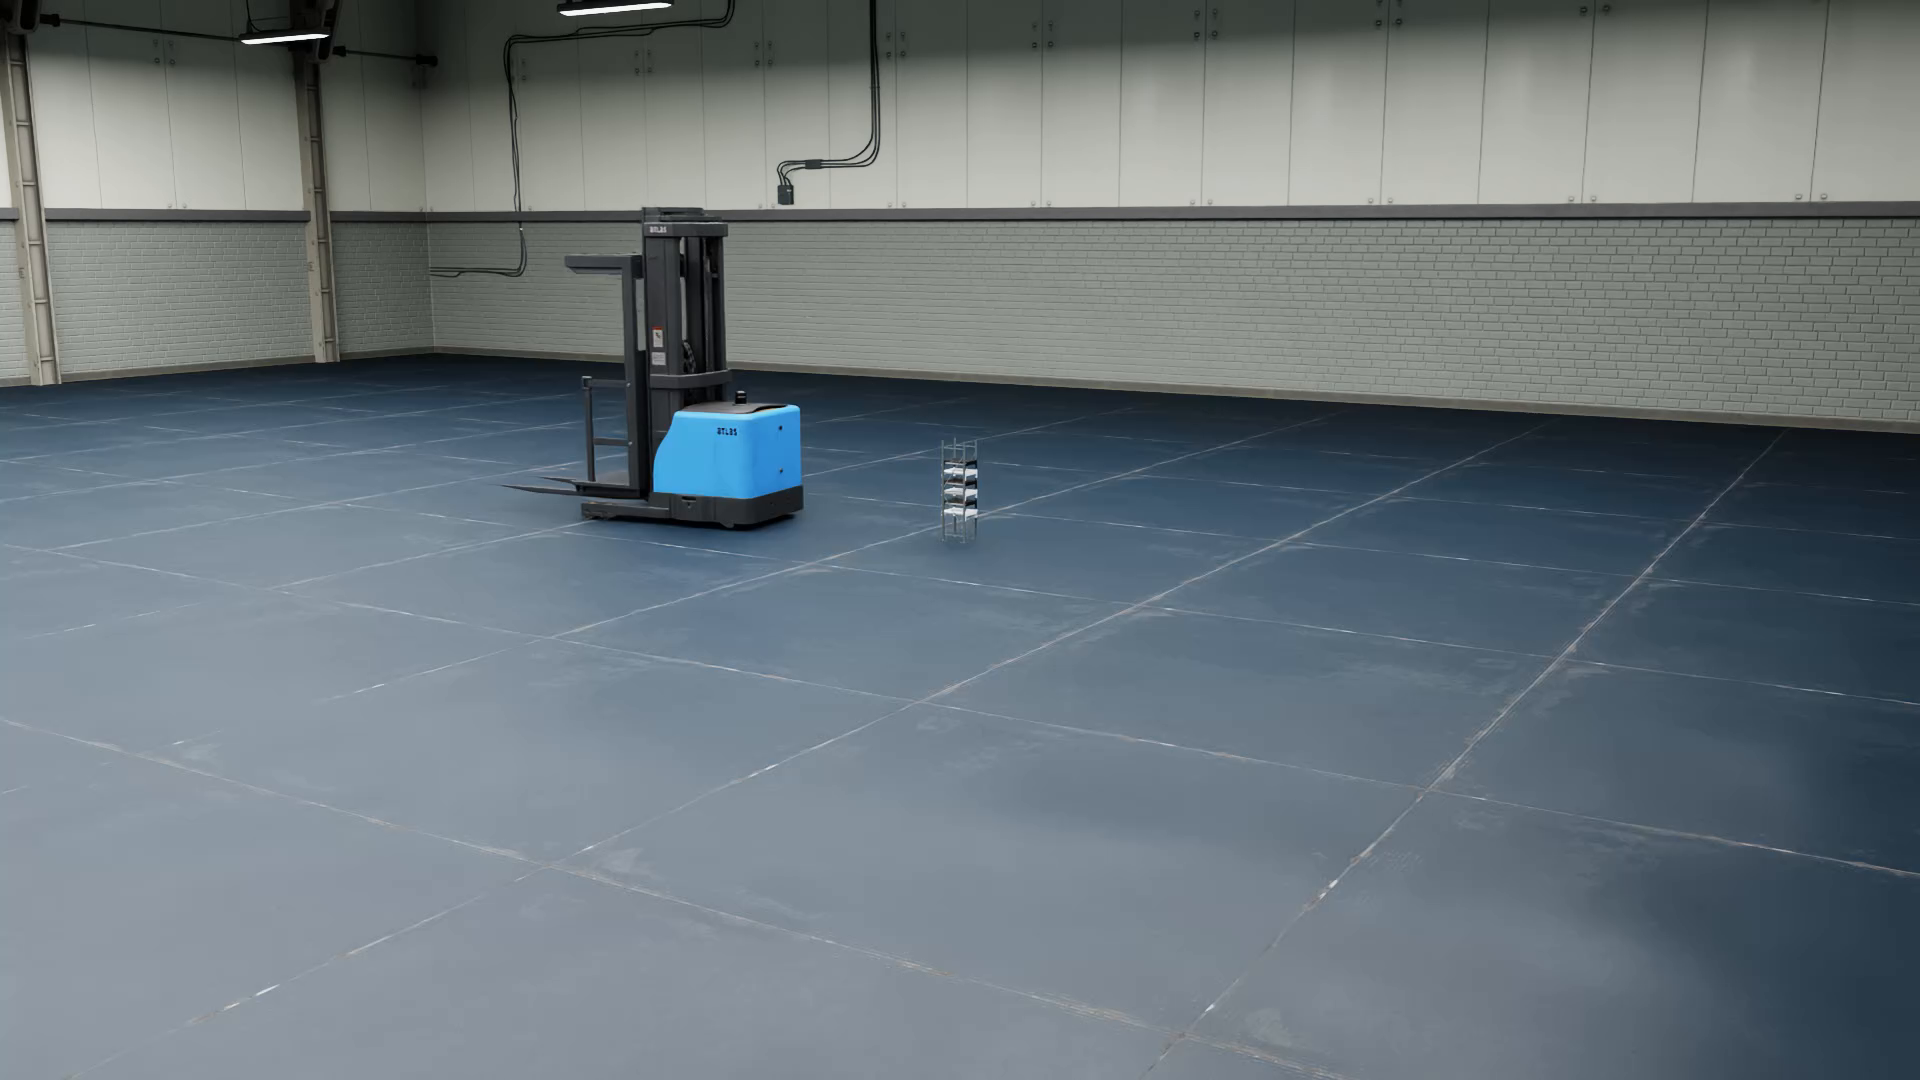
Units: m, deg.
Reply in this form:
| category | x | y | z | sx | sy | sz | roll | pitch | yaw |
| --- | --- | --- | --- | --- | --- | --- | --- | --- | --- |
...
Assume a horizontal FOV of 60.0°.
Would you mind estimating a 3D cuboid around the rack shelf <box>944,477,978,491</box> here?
| category | x | y | z | sx | sy | sz | roll | pitch | yaw |
| --- | --- | --- | --- | --- | --- | --- | --- | --- | --- |
| rack shelf | -0.004 | -0.497 | 14.769 | 0.258 | 0.077 | 0.200 | 6 | 12 | 31 |

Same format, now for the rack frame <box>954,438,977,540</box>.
| category | x | y | z | sx | sy | sz | roll | pitch | yaw |
| --- | --- | --- | --- | --- | --- | --- | --- | --- | --- |
| rack frame | 0.049 | -0.457 | 14.864 | 0.240 | 0.900 | 0.006 | 6 | 12 | 31 |

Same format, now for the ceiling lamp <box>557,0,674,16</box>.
| category | x | y | z | sx | sy | sz | roll | pitch | yaw |
| --- | --- | --- | --- | --- | --- | --- | --- | --- | --- |
| ceiling lamp | -4.867 | -9.255 | 23.985 | 2.000 | 3.185 | 0.800 | 6 | 12 | 31 |

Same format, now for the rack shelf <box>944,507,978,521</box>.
| category | x | y | z | sx | sy | sz | roll | pitch | yaw |
| --- | --- | --- | --- | --- | --- | --- | --- | --- | --- |
| rack shelf | -0.004 | -0.231 | 14.818 | 0.258 | 0.077 | 0.200 | 6 | 12 | 31 |

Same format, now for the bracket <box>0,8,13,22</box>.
| category | x | y | z | sx | sy | sz | roll | pitch | yaw |
| --- | --- | --- | --- | --- | --- | --- | --- | --- | --- |
| bracket | -16.264 | -8.879 | 28.062 | 0.235 | 0.232 | 0.430 | 6 | 12 | 31 |

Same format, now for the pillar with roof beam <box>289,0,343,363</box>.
| category | x | y | z | sx | sy | sz | roll | pitch | yaw |
| --- | --- | --- | --- | --- | --- | --- | --- | --- | --- |
| pillar with roof beam | -9.557 | -7.742 | 31.766 | 9.100 | 9.000 | 0.548 | 6 | 12 | 31 |

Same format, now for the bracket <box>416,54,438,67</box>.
| category | x | y | z | sx | sy | sz | roll | pitch | yaw |
| --- | --- | --- | --- | --- | --- | --- | --- | --- | --- |
| bracket | -11.487 | -10.326 | 35.790 | 0.235 | 0.232 | 0.430 | 6 | 12 | 31 |

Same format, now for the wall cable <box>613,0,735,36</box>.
| category | x | y | z | sx | sy | sz | roll | pitch | yaw |
| --- | --- | --- | --- | --- | --- | --- | --- | --- | --- |
| wall cable | -5.620 | -11.128 | 32.206 | 3.097 | 2.526 | 0.112 | 6 | 12 | 31 |

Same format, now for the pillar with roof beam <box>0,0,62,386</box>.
| category | x | y | z | sx | sy | sz | roll | pitch | yaw |
| --- | --- | --- | --- | --- | --- | --- | --- | --- | --- |
| pillar with roof beam | -12.672 | -6.798 | 26.726 | 9.100 | 9.000 | 0.548 | 6 | 12 | 31 |

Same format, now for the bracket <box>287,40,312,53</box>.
| category | x | y | z | sx | sy | sz | roll | pitch | yaw |
| --- | --- | --- | --- | --- | --- | --- | --- | --- | --- |
| bracket | -13.149 | -9.823 | 33.102 | 0.235 | 0.232 | 0.430 | 6 | 12 | 31 |

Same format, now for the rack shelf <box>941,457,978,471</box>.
| category | x | y | z | sx | sy | sz | roll | pitch | yaw |
| --- | --- | --- | --- | --- | --- | --- | --- | --- | --- |
| rack shelf | -0.004 | -0.674 | 14.736 | 0.258 | 0.077 | 0.200 | 6 | 12 | 31 |

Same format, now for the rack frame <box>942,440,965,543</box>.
| category | x | y | z | sx | sy | sz | roll | pitch | yaw |
| --- | --- | --- | --- | --- | --- | --- | --- | --- | --- |
| rack frame | -0.057 | -0.425 | 14.694 | 0.240 | 0.900 | 0.006 | 6 | 12 | 31 |

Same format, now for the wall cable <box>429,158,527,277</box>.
| category | x | y | z | sx | sy | sz | roll | pitch | yaw |
| --- | --- | --- | --- | --- | --- | --- | --- | --- | --- |
| wall cable | -10.577 | -6.964 | 36.049 | 3.097 | 2.526 | 0.112 | 6 | 12 | 31 |

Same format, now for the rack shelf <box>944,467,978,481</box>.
| category | x | y | z | sx | sy | sz | roll | pitch | yaw |
| --- | --- | --- | --- | --- | --- | --- | --- | --- | --- |
| rack shelf | -0.004 | -0.585 | 14.752 | 0.258 | 0.077 | 0.200 | 6 | 12 | 31 |

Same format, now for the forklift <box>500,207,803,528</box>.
| category | x | y | z | sx | sy | sz | roll | pitch | yaw |
| --- | --- | --- | --- | --- | --- | --- | --- | --- | --- |
| forklift | -3.077 | -1.709 | 16.034 | 3.031 | 2.935 | 1.130 | 5 | 12 | 24 |

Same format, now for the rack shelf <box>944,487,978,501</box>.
| category | x | y | z | sx | sy | sz | roll | pitch | yaw |
| --- | --- | --- | --- | --- | --- | --- | --- | --- | --- |
| rack shelf | -0.004 | -0.408 | 14.785 | 0.258 | 0.077 | 0.200 | 6 | 12 | 31 |

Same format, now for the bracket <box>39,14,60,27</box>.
| category | x | y | z | sx | sy | sz | roll | pitch | yaw |
| --- | --- | --- | --- | --- | --- | --- | --- | --- | --- |
| bracket | -15.833 | -9.010 | 28.759 | 0.235 | 0.232 | 0.430 | 6 | 12 | 31 |

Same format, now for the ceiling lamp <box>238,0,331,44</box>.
| category | x | y | z | sx | sy | sz | roll | pitch | yaw |
| --- | --- | --- | --- | --- | --- | --- | --- | --- | --- |
| ceiling lamp | -11.183 | -9.961 | 27.756 | 2.000 | 3.185 | 0.800 | 6 | 12 | 31 |

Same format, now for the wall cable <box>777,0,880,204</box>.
| category | x | y | z | sx | sy | sz | roll | pitch | yaw |
| --- | --- | --- | --- | --- | --- | --- | --- | --- | --- |
| wall cable | -2.471 | -9.252 | 30.592 | 2.305 | 6.003 | 0.169 | 6 | 12 | 31 |

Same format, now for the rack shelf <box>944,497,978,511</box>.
| category | x | y | z | sx | sy | sz | roll | pitch | yaw |
| --- | --- | --- | --- | --- | --- | --- | --- | --- | --- |
| rack shelf | -0.004 | -0.320 | 14.802 | 0.258 | 0.077 | 0.200 | 6 | 12 | 31 |

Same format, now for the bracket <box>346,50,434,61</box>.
| category | x | y | z | sx | sy | sz | roll | pitch | yaw |
| --- | --- | --- | --- | --- | --- | --- | --- | --- | --- |
| bracket | -11.794 | -10.233 | 35.294 | 0.076 | 0.066 | 3.189 | 6 | 12 | 31 |

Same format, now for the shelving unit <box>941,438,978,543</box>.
| category | x | y | z | sx | sy | sz | roll | pitch | yaw |
| --- | --- | --- | --- | --- | --- | --- | --- | --- | --- |
| shelving unit | -0.004 | -0.441 | 14.779 | 0.258 | 0.900 | 0.210 | 6 | 12 | 31 |

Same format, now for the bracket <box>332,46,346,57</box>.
| category | x | y | z | sx | sy | sz | roll | pitch | yaw |
| --- | --- | --- | --- | --- | --- | --- | --- | --- | --- |
| bracket | -12.718 | -9.954 | 33.799 | 0.235 | 0.232 | 0.430 | 6 | 12 | 31 |

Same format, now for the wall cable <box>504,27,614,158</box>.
| category | x | y | z | sx | sy | sz | roll | pitch | yaw |
| --- | --- | --- | --- | --- | --- | --- | --- | --- | --- |
| wall cable | -8.265 | -9.188 | 34.204 | 3.097 | 2.526 | 0.112 | 6 | 12 | 31 |

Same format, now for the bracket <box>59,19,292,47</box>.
| category | x | y | z | sx | sy | sz | roll | pitch | yaw |
| --- | --- | --- | --- | --- | --- | --- | --- | --- | --- |
| bracket | -14.486 | -9.418 | 30.938 | 0.076 | 0.066 | 4.783 | 6 | 12 | 31 |
